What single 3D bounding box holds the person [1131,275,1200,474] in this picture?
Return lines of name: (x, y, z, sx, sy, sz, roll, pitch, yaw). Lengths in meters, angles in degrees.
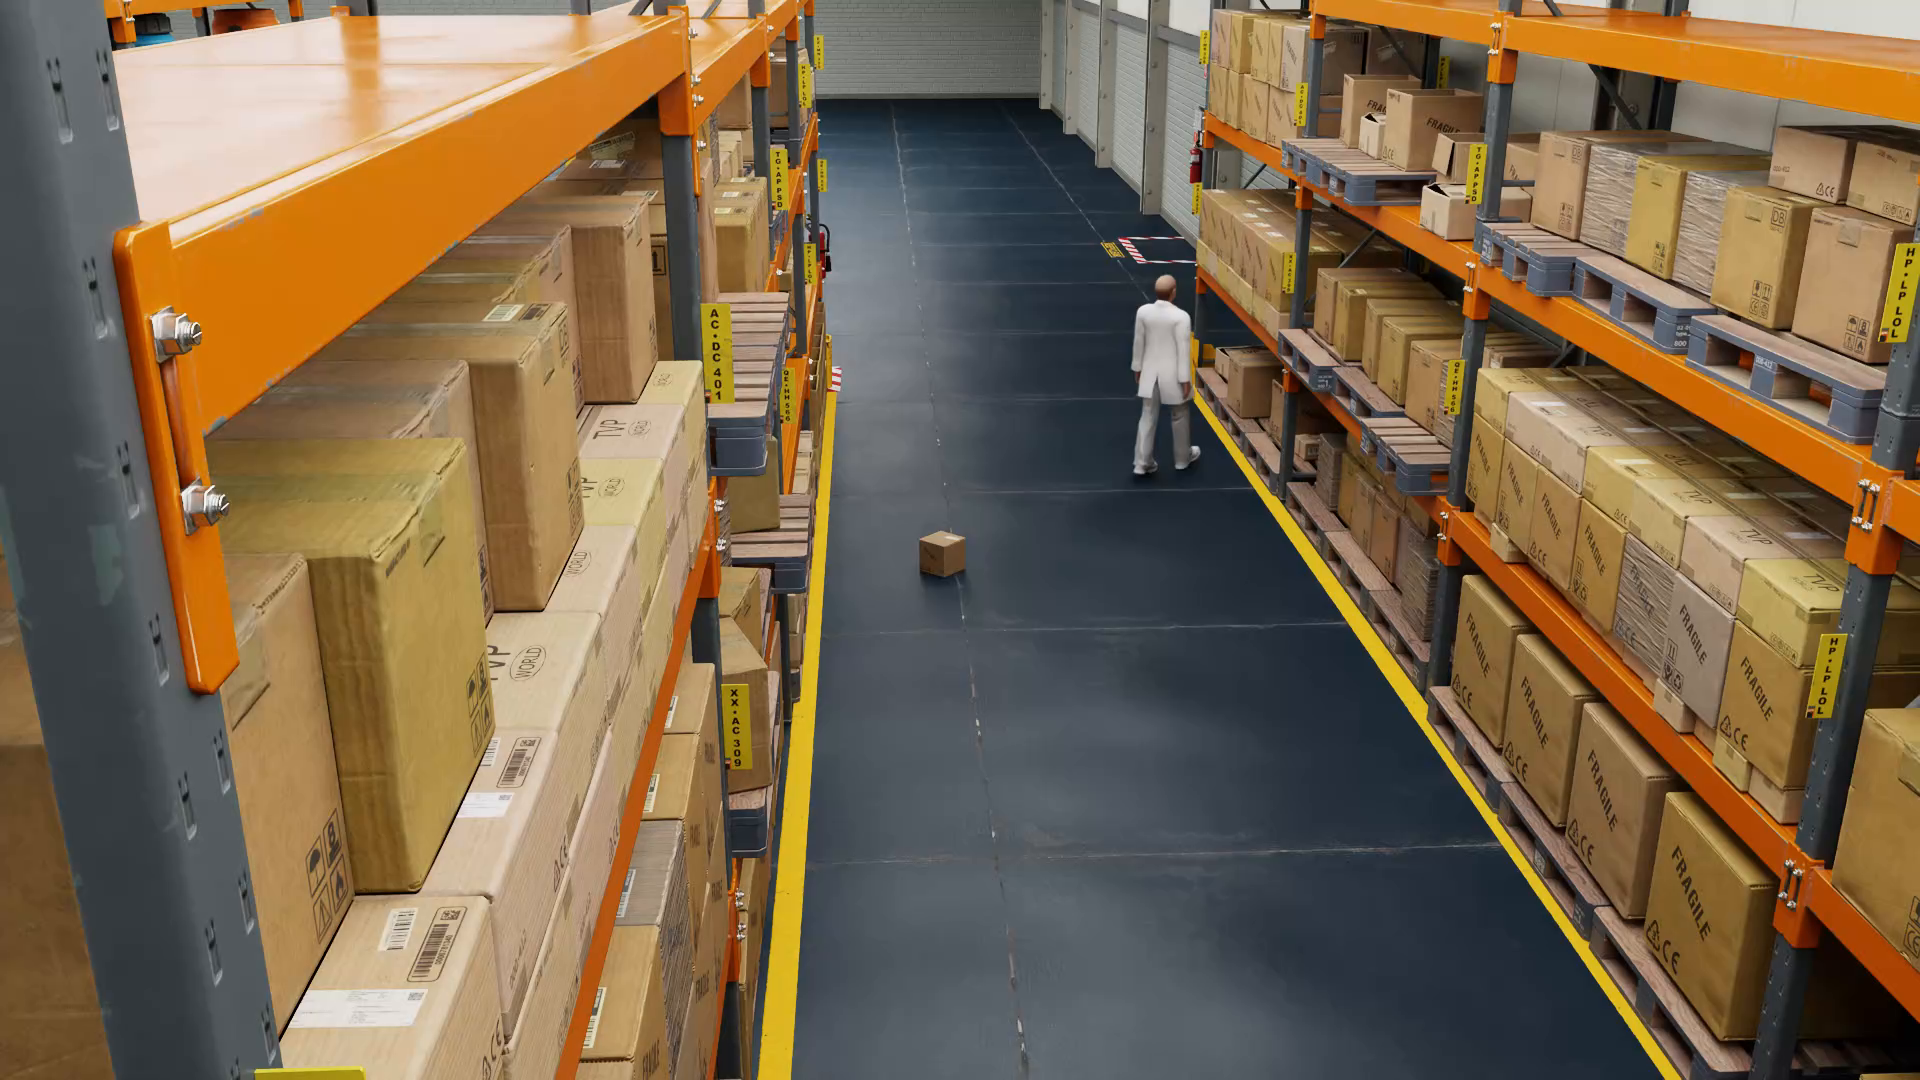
person: (1.821, -1.476, 14.626, 0.614, 1.769, 0.812, 12, 23, 30)
